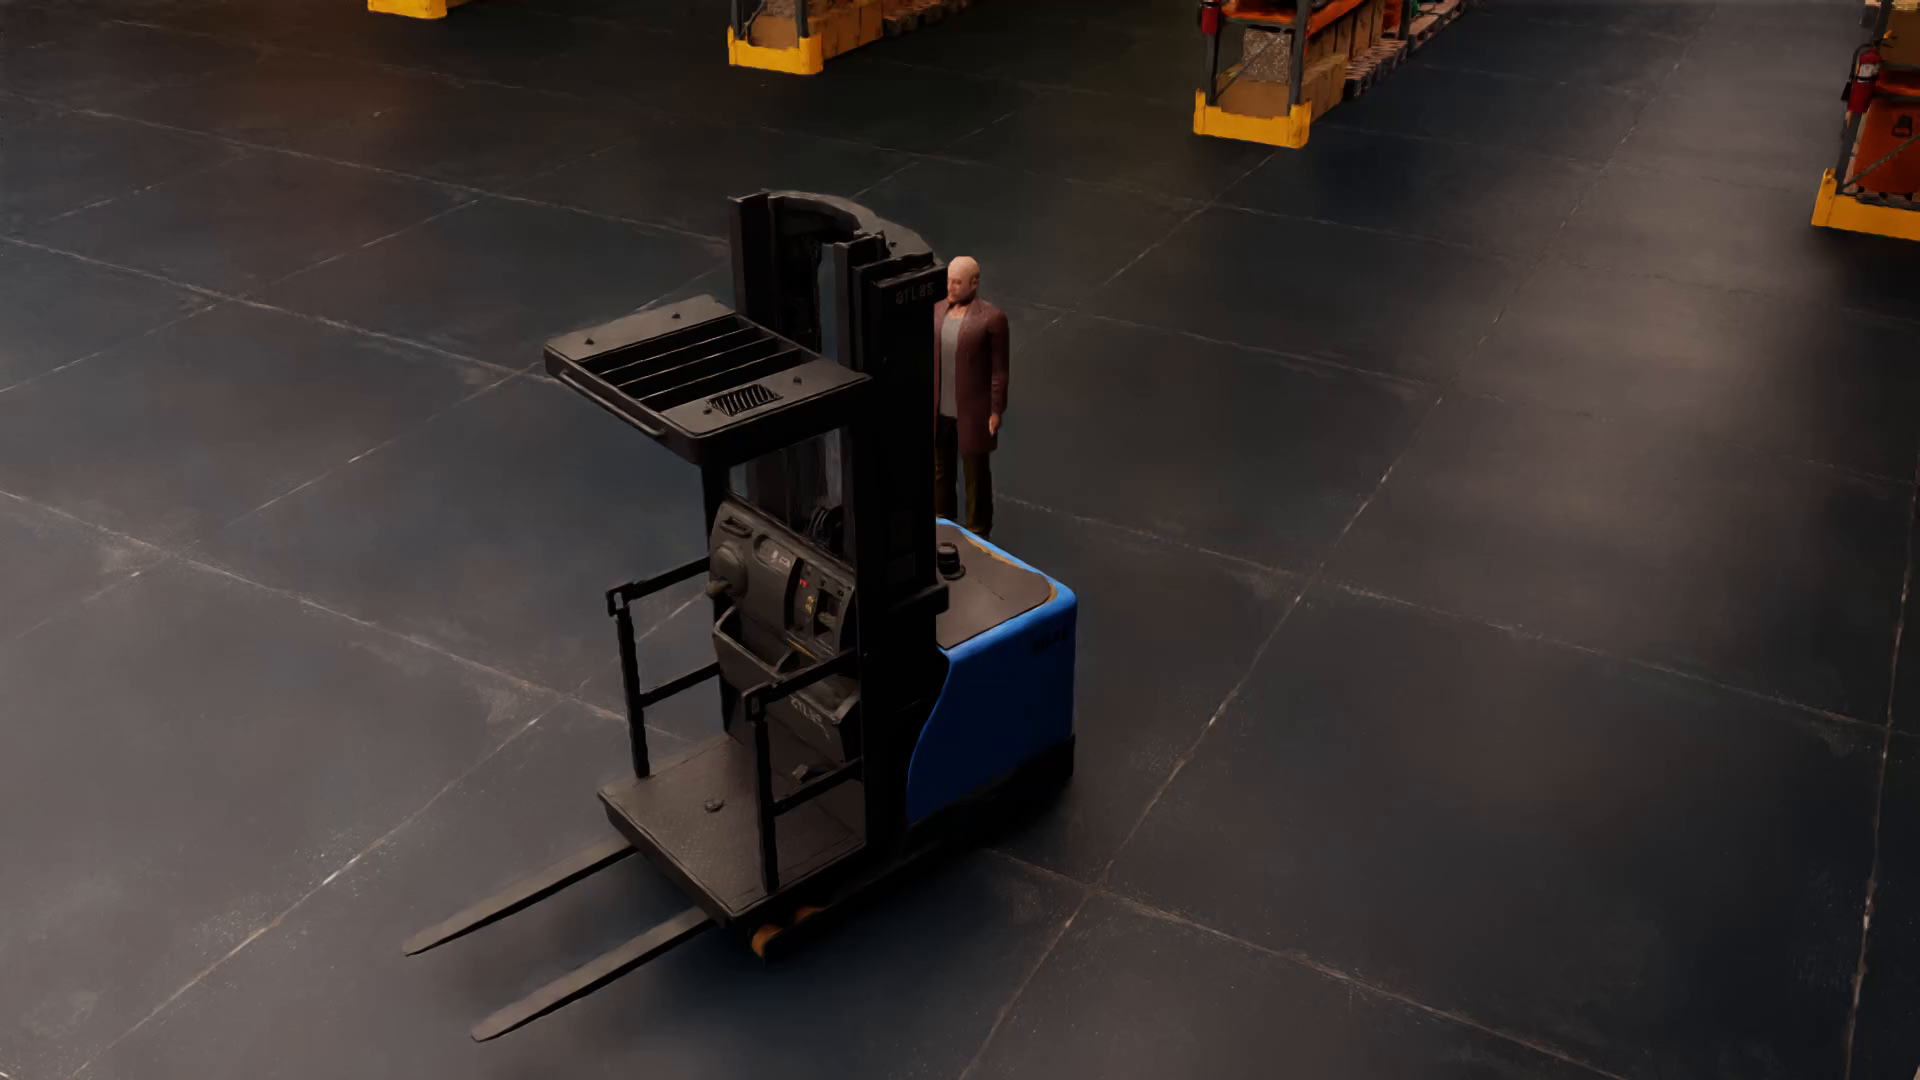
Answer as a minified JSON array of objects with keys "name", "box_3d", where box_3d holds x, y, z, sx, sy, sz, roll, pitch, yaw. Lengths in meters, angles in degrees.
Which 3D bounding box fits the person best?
[{"name":"person","box_3d":[-0.015,-0.761,9.538,0.550,1.783,0.377,15,33,25]}]

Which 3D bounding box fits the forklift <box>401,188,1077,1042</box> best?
[{"name":"forklift","box_3d":[-0.900,0.195,6.732,3.031,2.935,1.130,-24,37,-35]}]
